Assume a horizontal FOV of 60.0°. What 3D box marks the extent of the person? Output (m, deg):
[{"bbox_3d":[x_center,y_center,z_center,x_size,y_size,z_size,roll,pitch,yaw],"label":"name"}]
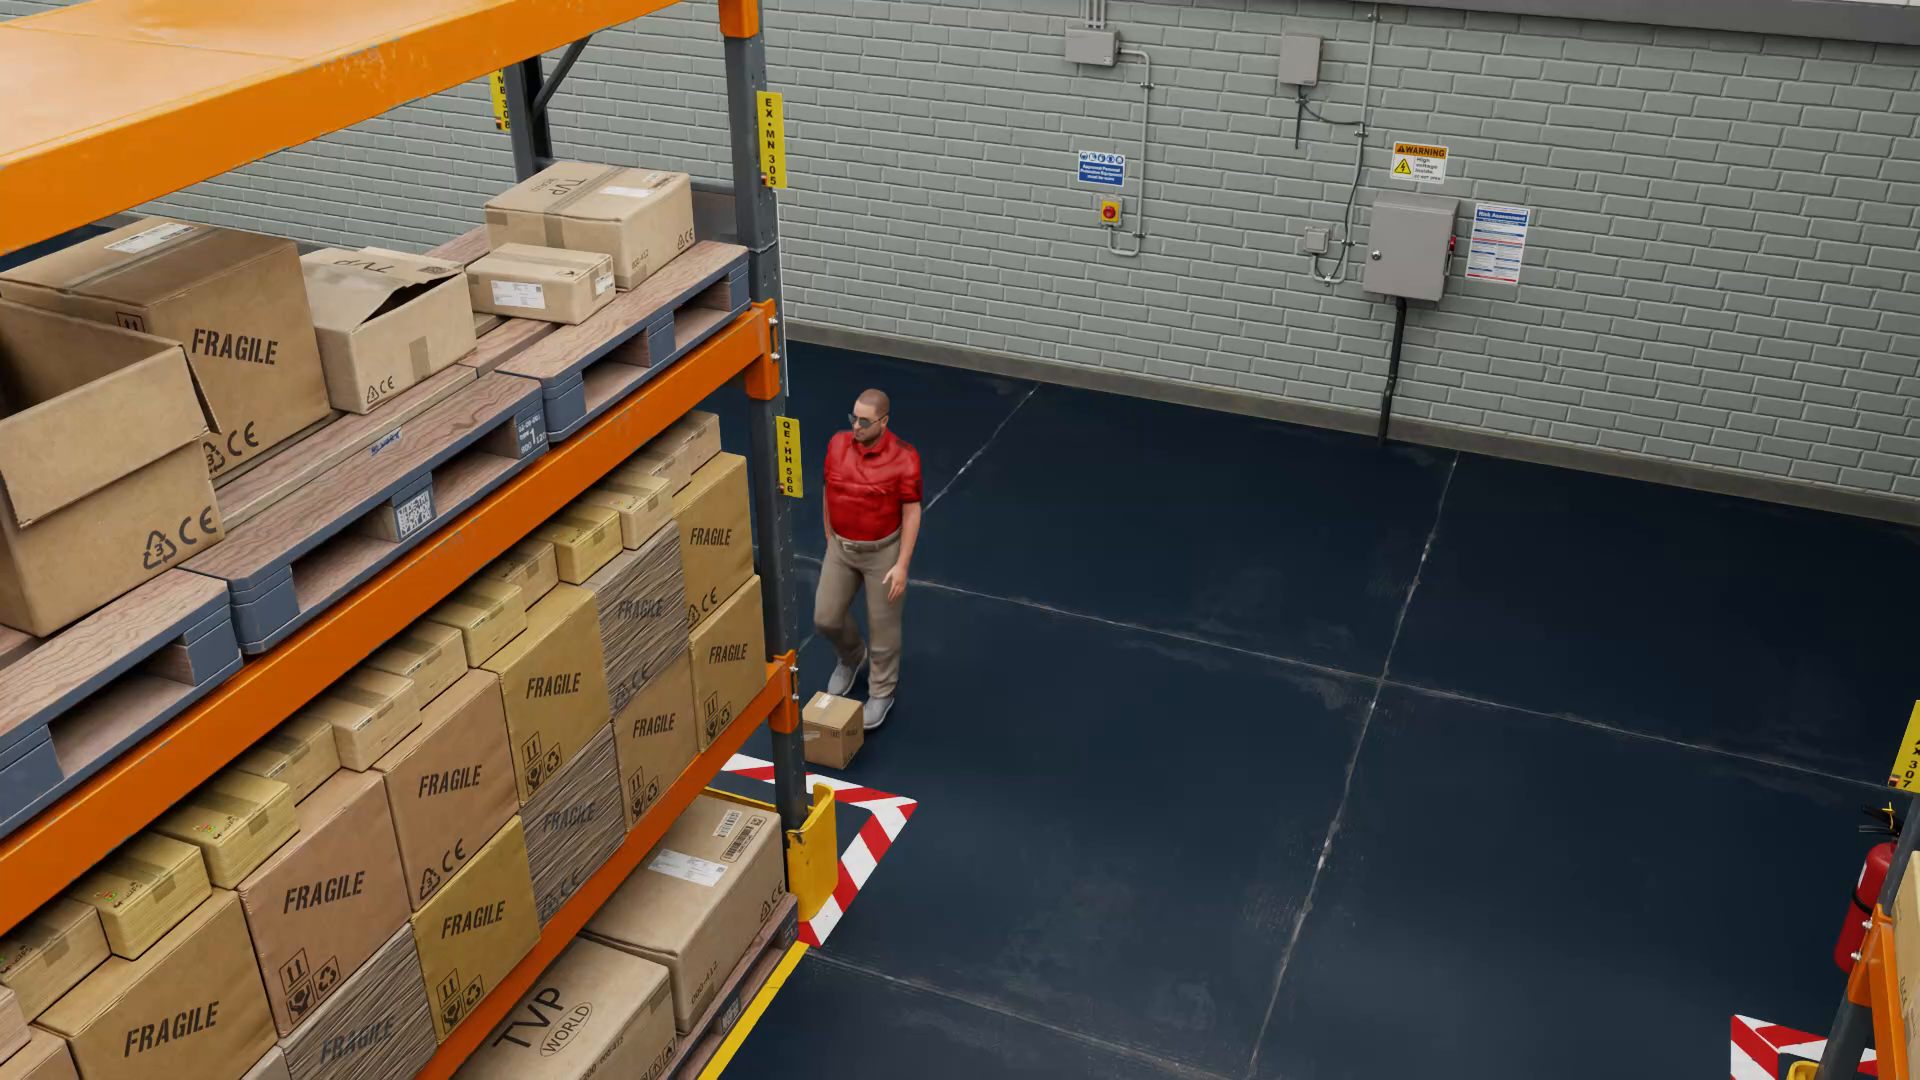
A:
[{"bbox_3d":[-0.478,0.090,8.218,0.560,1.714,0.537,11,31,19],"label":"person"}]
